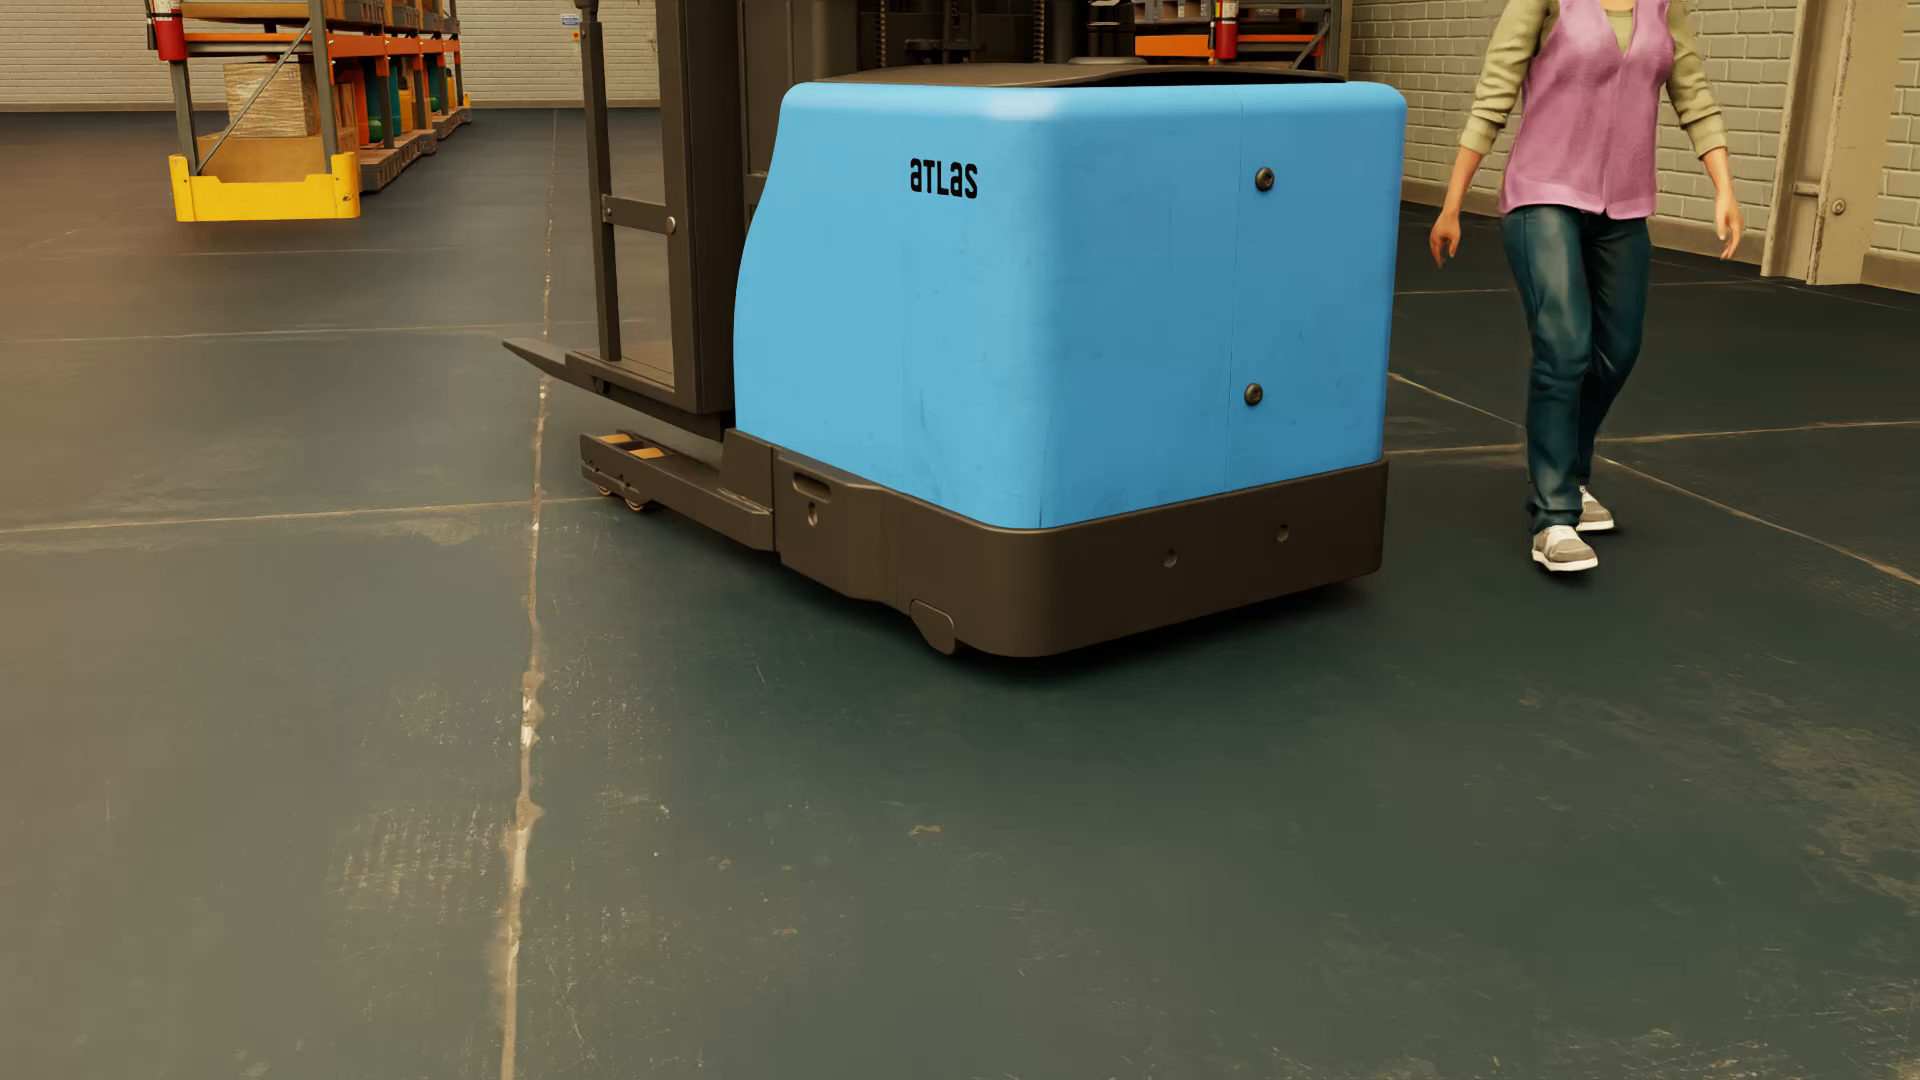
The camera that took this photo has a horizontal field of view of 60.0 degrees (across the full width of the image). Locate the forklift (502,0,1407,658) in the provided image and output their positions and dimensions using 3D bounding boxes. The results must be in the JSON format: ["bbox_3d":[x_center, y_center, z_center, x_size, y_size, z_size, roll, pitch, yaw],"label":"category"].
[{"bbox_3d":[-0.350,-1.547,4.075,1.130,2.935,3.031,-11,20,-34],"label":"forklift"}]

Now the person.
[{"bbox_3d":[1.398,-0.722,3.740,0.583,1.549,0.677,-3,17,-12],"label":"person"}]
